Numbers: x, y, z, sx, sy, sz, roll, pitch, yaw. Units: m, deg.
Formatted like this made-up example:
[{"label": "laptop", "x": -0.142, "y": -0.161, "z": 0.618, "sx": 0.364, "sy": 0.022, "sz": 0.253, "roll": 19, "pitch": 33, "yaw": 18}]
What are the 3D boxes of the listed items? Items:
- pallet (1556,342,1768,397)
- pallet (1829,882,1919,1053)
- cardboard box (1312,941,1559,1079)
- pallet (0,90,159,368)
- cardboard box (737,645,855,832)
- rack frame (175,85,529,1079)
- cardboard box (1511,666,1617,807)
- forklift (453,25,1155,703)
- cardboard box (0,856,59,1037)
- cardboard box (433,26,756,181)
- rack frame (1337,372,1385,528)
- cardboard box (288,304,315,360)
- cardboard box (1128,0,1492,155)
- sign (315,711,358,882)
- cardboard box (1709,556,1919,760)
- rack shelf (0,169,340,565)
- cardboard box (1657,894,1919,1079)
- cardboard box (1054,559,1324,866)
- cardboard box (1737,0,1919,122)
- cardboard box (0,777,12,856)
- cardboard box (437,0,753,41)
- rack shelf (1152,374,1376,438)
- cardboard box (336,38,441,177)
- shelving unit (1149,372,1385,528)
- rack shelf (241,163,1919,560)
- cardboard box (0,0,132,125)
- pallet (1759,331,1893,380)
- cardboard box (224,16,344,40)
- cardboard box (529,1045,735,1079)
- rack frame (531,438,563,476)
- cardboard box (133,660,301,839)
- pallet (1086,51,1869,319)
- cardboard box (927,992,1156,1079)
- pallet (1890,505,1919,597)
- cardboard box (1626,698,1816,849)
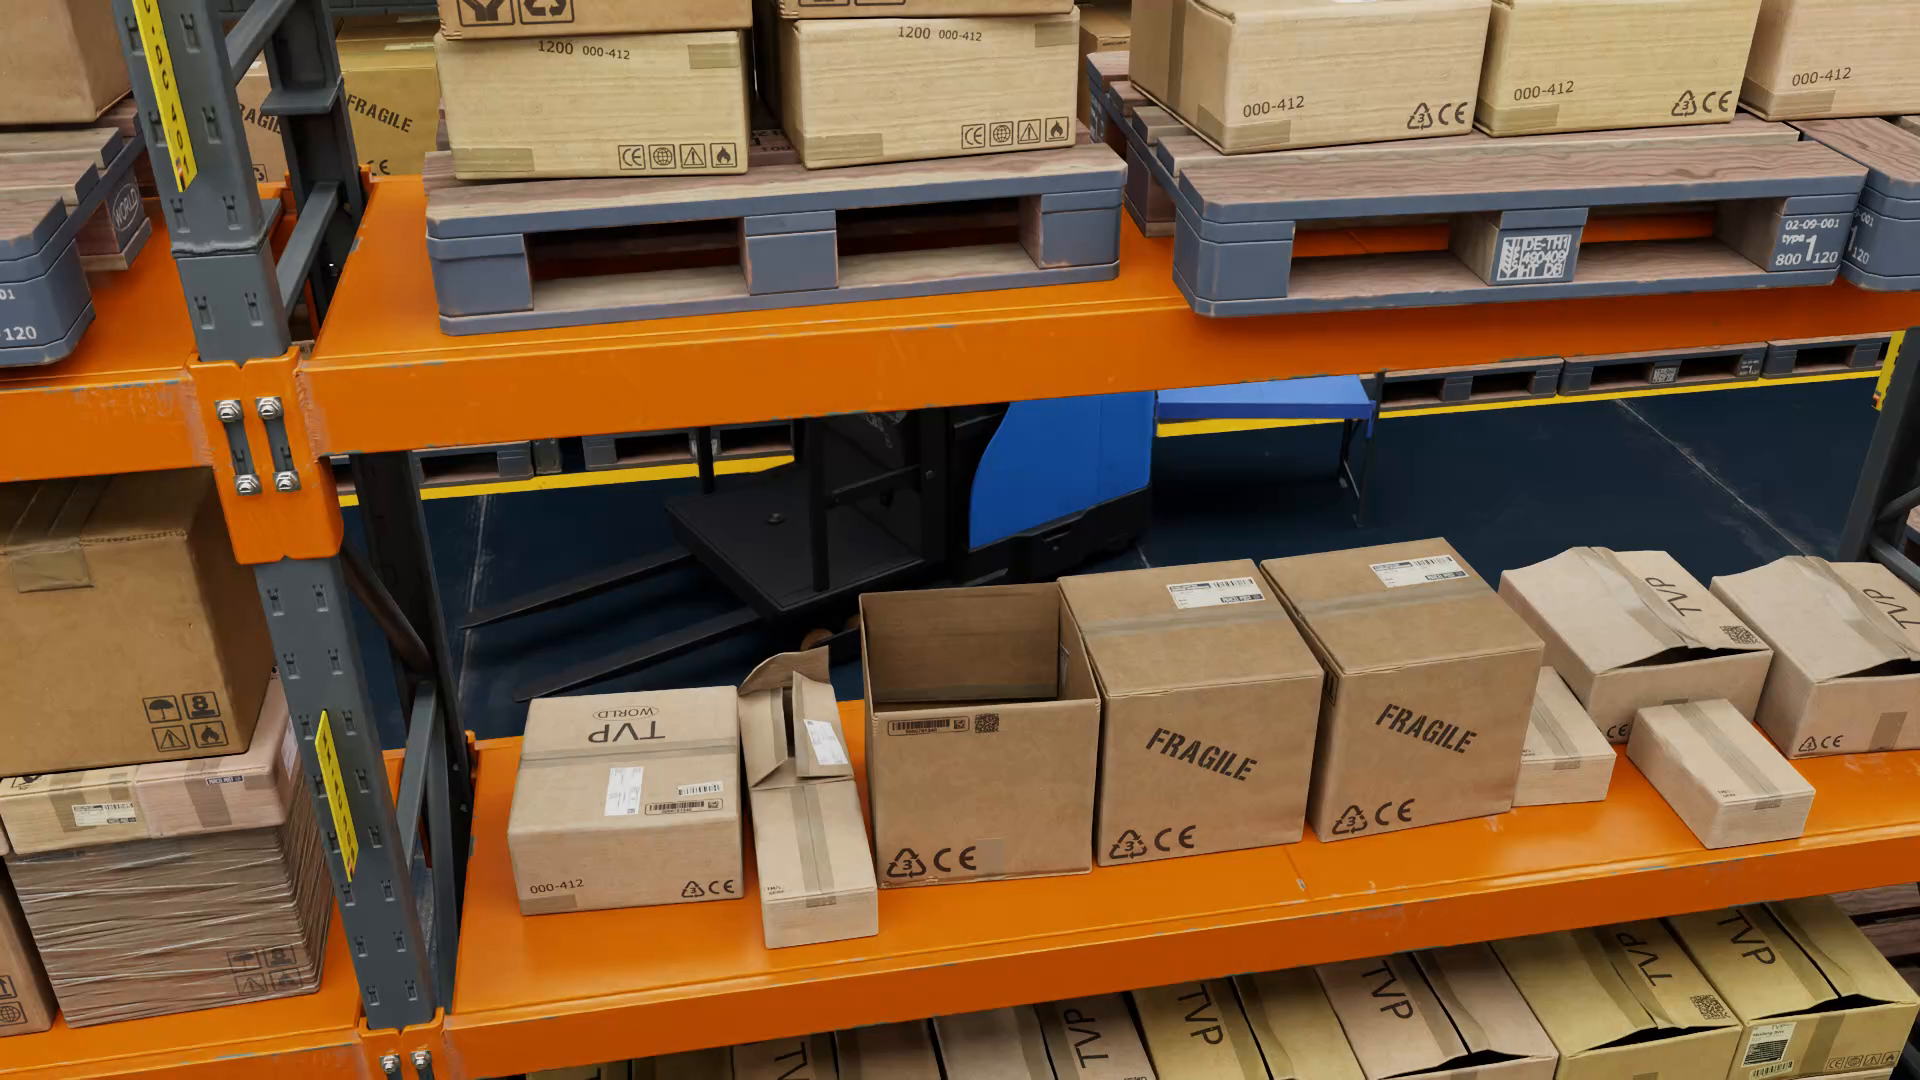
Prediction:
[{"label": "pallet", "x": 3.781, "y": -1.173, "z": 9.537, "sx": 1.213, "sy": 0.211, "sz": 1.003, "roll": -5, "pitch": 31, "yaw": -9}, {"label": "pallet", "x": 3.431, "y": 1.391, "z": 5.176, "sx": 1.213, "sy": 0.211, "sz": 1.003, "roll": -5, "pitch": 31, "yaw": -9}, {"label": "cardboard box", "x": 1.212, "y": 1.267, "z": 4.381, "sx": 0.500, "sy": 0.311, "sz": 0.500, "roll": -5, "pitch": 31, "yaw": -9}, {"label": "pallet", "x": -2.079, "y": -0.560, "z": 2.872, "sx": 1.213, "sy": 0.211, "sz": 1.003, "roll": -5, "pitch": 31, "yaw": -9}, {"label": "cardboard box", "x": -0.413, "y": 0.490, "z": 4.090, "sx": 0.258, "sy": 0.266, "sz": 0.396, "roll": -6, "pitch": 31, "yaw": -10}, {"label": "rack frame", "x": -1.245, "y": 0.604, "z": 3.764, "sx": 0.127, "sy": 3.000, "sz": 1.000, "roll": -5, "pitch": 31, "yaw": -9}, {"label": "cardboard box", "x": 1.446, "y": 0.491, "z": 4.203, "sx": 0.250, "sy": 0.149, "sz": 0.380, "roll": -3, "pitch": 31, "yaw": -5}, {"label": "forklift", "x": -0.622, "y": -1.036, "z": 6.620, "sx": 3.031, "sy": 2.935, "sz": 1.130, "roll": -19, "pitch": 36, "yaw": -29}, {"label": "cardboard box", "x": -2.198, "y": 0.656, "z": 3.577, "sx": 0.500, "sy": 0.500, "sz": 0.700, "roll": -6, "pitch": 31, "yaw": -9}, {"label": "cardboard box", "x": -0.637, "y": -0.857, "z": 3.023, "sx": 0.500, "sy": 0.250, "sz": 0.500, "roll": -2, "pitch": 31, "yaw": -4}, {"label": "rack frame", "x": 1.891, "y": -0.831, "z": 7.684, "sx": 0.032, "sy": 1.500, "sz": 0.500, "roll": 0, "pitch": 30, "yaw": 0}, {"label": "cardboard box", "x": -3.154, "y": -0.863, "z": 8.291, "sx": 0.500, "sy": 0.500, "sz": 0.500, "roll": -8, "pitch": 31, "yaw": -13}, {"label": "cardboard box", "x": 0.647, "y": -0.950, "z": 3.180, "sx": 0.500, "sy": 0.250, "sz": 0.500, "roll": -8, "pitch": 31, "yaw": -13}, {"label": "sign", "x": -1.143, "y": 0.473, "z": 3.054, "sx": 0.005, "sy": 0.325, "sz": 0.100, "roll": -5, "pitch": 31, "yaw": -9}, {"label": "cardboard box", "x": 2.324, "y": 0.288, "z": 4.388, "sx": 0.500, "sy": 0.311, "sz": 0.500, "roll": -3, "pitch": 31, "yaw": -6}, {"label": "rack shelf", "x": -3.212, "y": -0.197, "z": 2.876, "sx": 4.000, "sy": 0.370, "sz": 1.077, "roll": -5, "pitch": 31, "yaw": -9}, {"label": "cardboard box", "x": 2.219, "y": 1.172, "z": 4.543, "sx": 0.500, "sy": 0.311, "sz": 0.500, "roll": -5, "pitch": 31, "yaw": -8}, {"label": "cardboard box", "x": 0.524, "y": 0.405, "z": 4.004, "sx": 0.500, "sy": 0.500, "sz": 0.500, "roll": -5, "pitch": 31, "yaw": -9}, {"label": "cardboard box", "x": 1.741, "y": -1.045, "z": 3.341, "sx": 0.500, "sy": 0.250, "sz": 0.500, "roll": -4, "pitch": 31, "yaw": -8}, {"label": "cardboard box", "x": -1.974, "y": 0.459, "z": 3.271, "sx": 0.250, "sy": 0.149, "sz": 0.380, "roll": -6, "pitch": 31, "yaw": -10}, {"label": "cardboard box", "x": -0.631, "y": -1.166, "z": 2.808, "sx": 0.500, "sy": 0.500, "sz": 0.500, "roll": -5, "pitch": 31, "yaw": -8}, {"label": "rack shelf", "x": 1.383, "y": -0.678, "z": 7.779, "sx": 1.000, "sy": 0.185, "sz": 0.538, "roll": 0, "pitch": 30, "yaw": 0}, {"label": "cardboard box", "x": -2.550, "y": -1.936, "z": 7.471, "sx": 0.500, "sy": 0.500, "sz": 0.500, "roll": -5, "pitch": 31, "yaw": -9}, {"label": "shelving unit", "x": 1.383, "y": -0.833, "z": 7.688, "sx": 1.048, "sy": 1.500, "sz": 0.538, "roll": 0, "pitch": 30, "yaw": 0}, {"label": "rack shelf", "x": 0.723, "y": -0.562, "z": 3.497, "sx": 4.000, "sy": 0.370, "sz": 1.077, "roll": -5, "pitch": 31, "yaw": -9}, {"label": "cardboard box", "x": -1.788, "y": -1.059, "z": 2.982, "sx": 0.500, "sy": 0.500, "sz": 0.500, "roll": -3, "pitch": 31, "yaw": -5}, {"label": "pallet", "x": 4.983, "y": -1.286, "z": 9.729, "sx": 1.213, "sy": 0.211, "sz": 1.003, "roll": -5, "pitch": 31, "yaw": -9}, {"label": "cardboard box", "x": -3.150, "y": -2.149, "z": 7.834, "sx": 0.500, "sy": 0.500, "sz": 0.500, "roll": -5, "pitch": 31, "yaw": -9}, {"label": "cardboard box", "x": -0.793, "y": 1.453, "z": 4.065, "sx": 0.500, "sy": 0.311, "sz": 0.500, "roll": -5, "pitch": 31, "yaw": -9}, {"label": "rack frame", "x": -2.141, "y": -1.866, "z": 7.964, "sx": 0.127, "sy": 3.000, "sz": 1.000, "roll": -5, "pitch": 31, "yaw": -9}, {"label": "cardboard box", "x": -1.474, "y": 0.413, "z": 3.350, "sx": 0.250, "sy": 0.149, "sz": 0.380, "roll": -5, "pitch": 31, "yaw": -9}, {"label": "pallet", "x": 0.939, "y": -0.763, "z": 3.315, "sx": 1.213, "sy": 0.211, "sz": 1.003, "roll": -4, "pitch": 31, "yaw": -7}, {"label": "cardboard box", "x": 0.209, "y": 1.362, "z": 4.220, "sx": 0.500, "sy": 0.311, "sz": 0.500, "roll": -6, "pitch": 31, "yaw": -11}, {"label": "pallet", "x": 3.344, "y": 0.224, "z": 4.598, "sx": 1.003, "sy": 0.211, "sz": 1.213, "roll": -5, "pitch": 31, "yaw": -9}, {"label": "cardboard box", "x": 1.855, "y": 0.567, "z": 4.075, "sx": 0.250, "sy": 0.149, "sz": 0.380, "roll": -5, "pitch": 31, "yaw": -9}]
